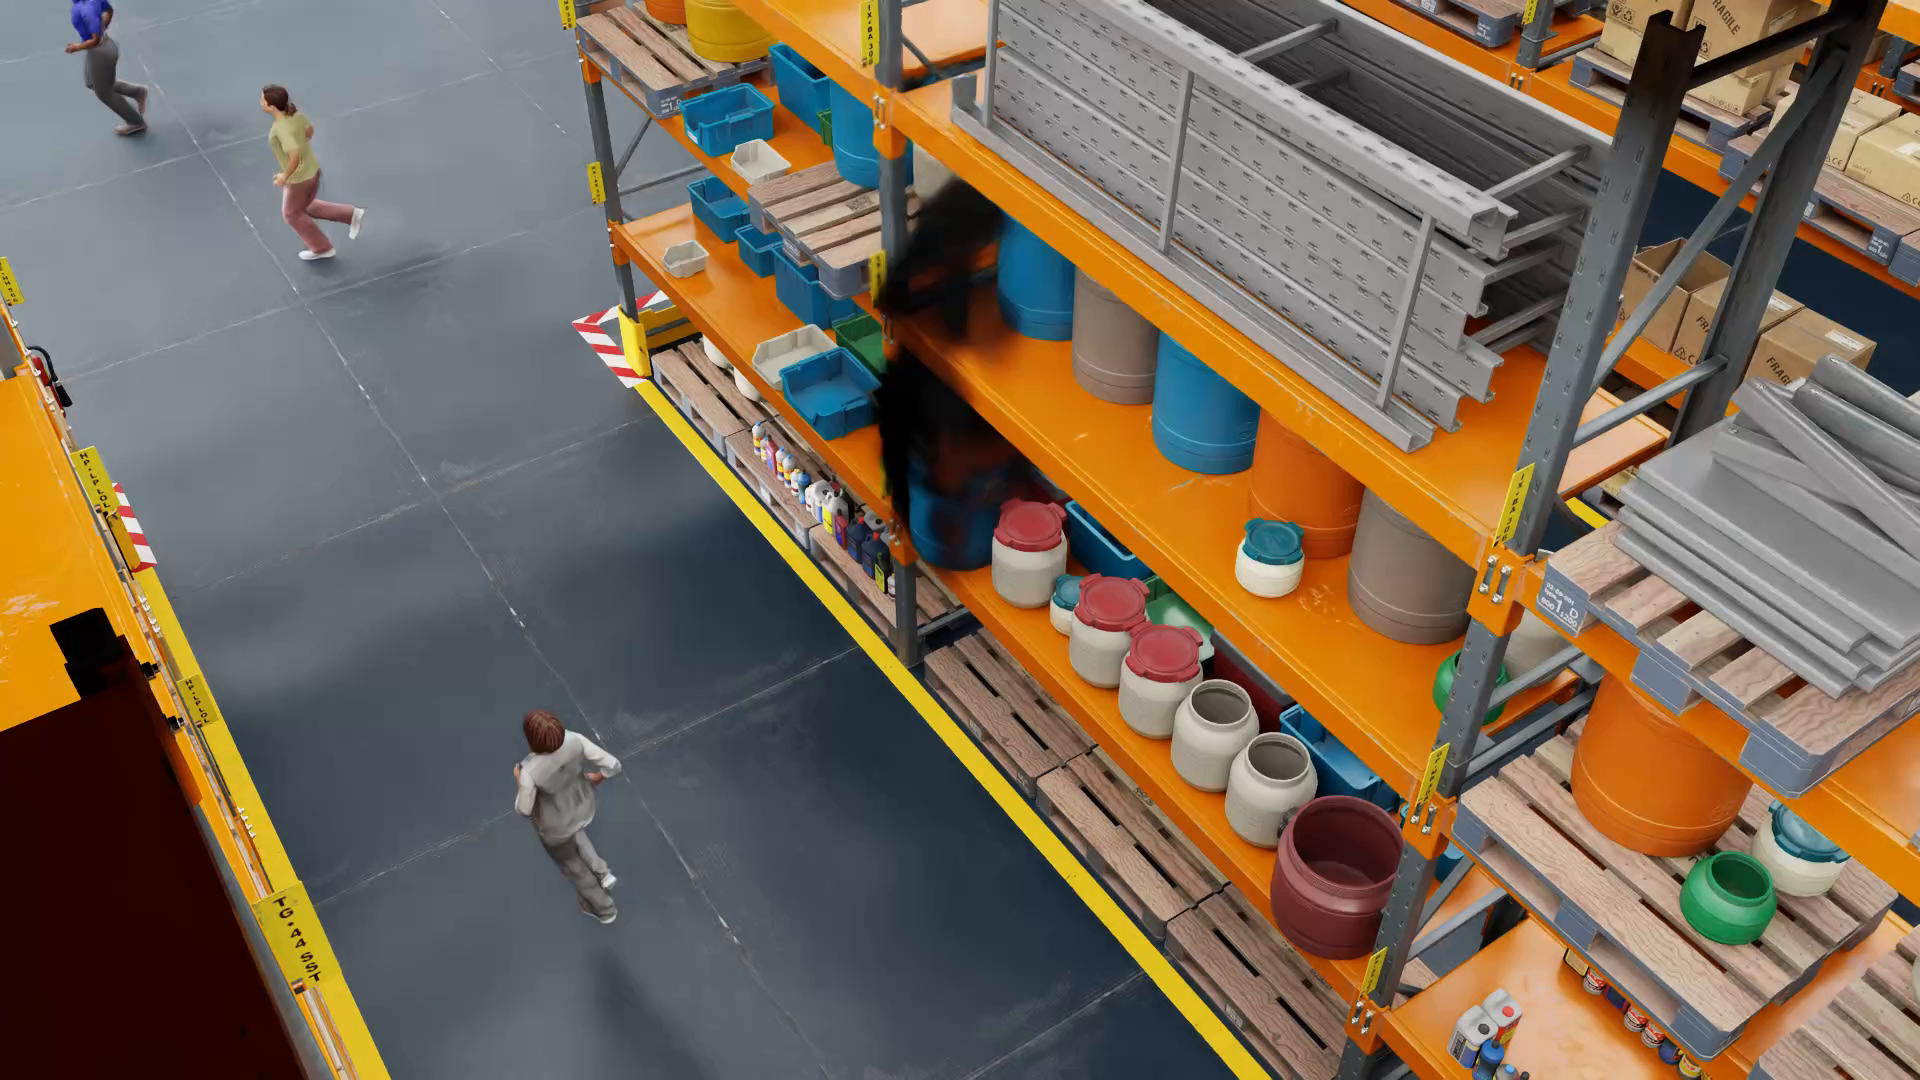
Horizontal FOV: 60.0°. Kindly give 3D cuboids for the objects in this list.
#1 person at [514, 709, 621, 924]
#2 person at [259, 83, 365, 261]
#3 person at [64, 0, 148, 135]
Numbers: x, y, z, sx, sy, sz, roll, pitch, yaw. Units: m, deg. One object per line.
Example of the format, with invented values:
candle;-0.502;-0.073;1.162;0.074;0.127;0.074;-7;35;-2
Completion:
person;-2.075;1.398;8.659;0.550;1.581;0.522;28;50;27
person;-5.417;-3.055;13.897;0.623;1.622;0.572;-2;43;-2
person;-8.027;-4.549;15.524;0.558;1.612;0.574;-13;44;-14
